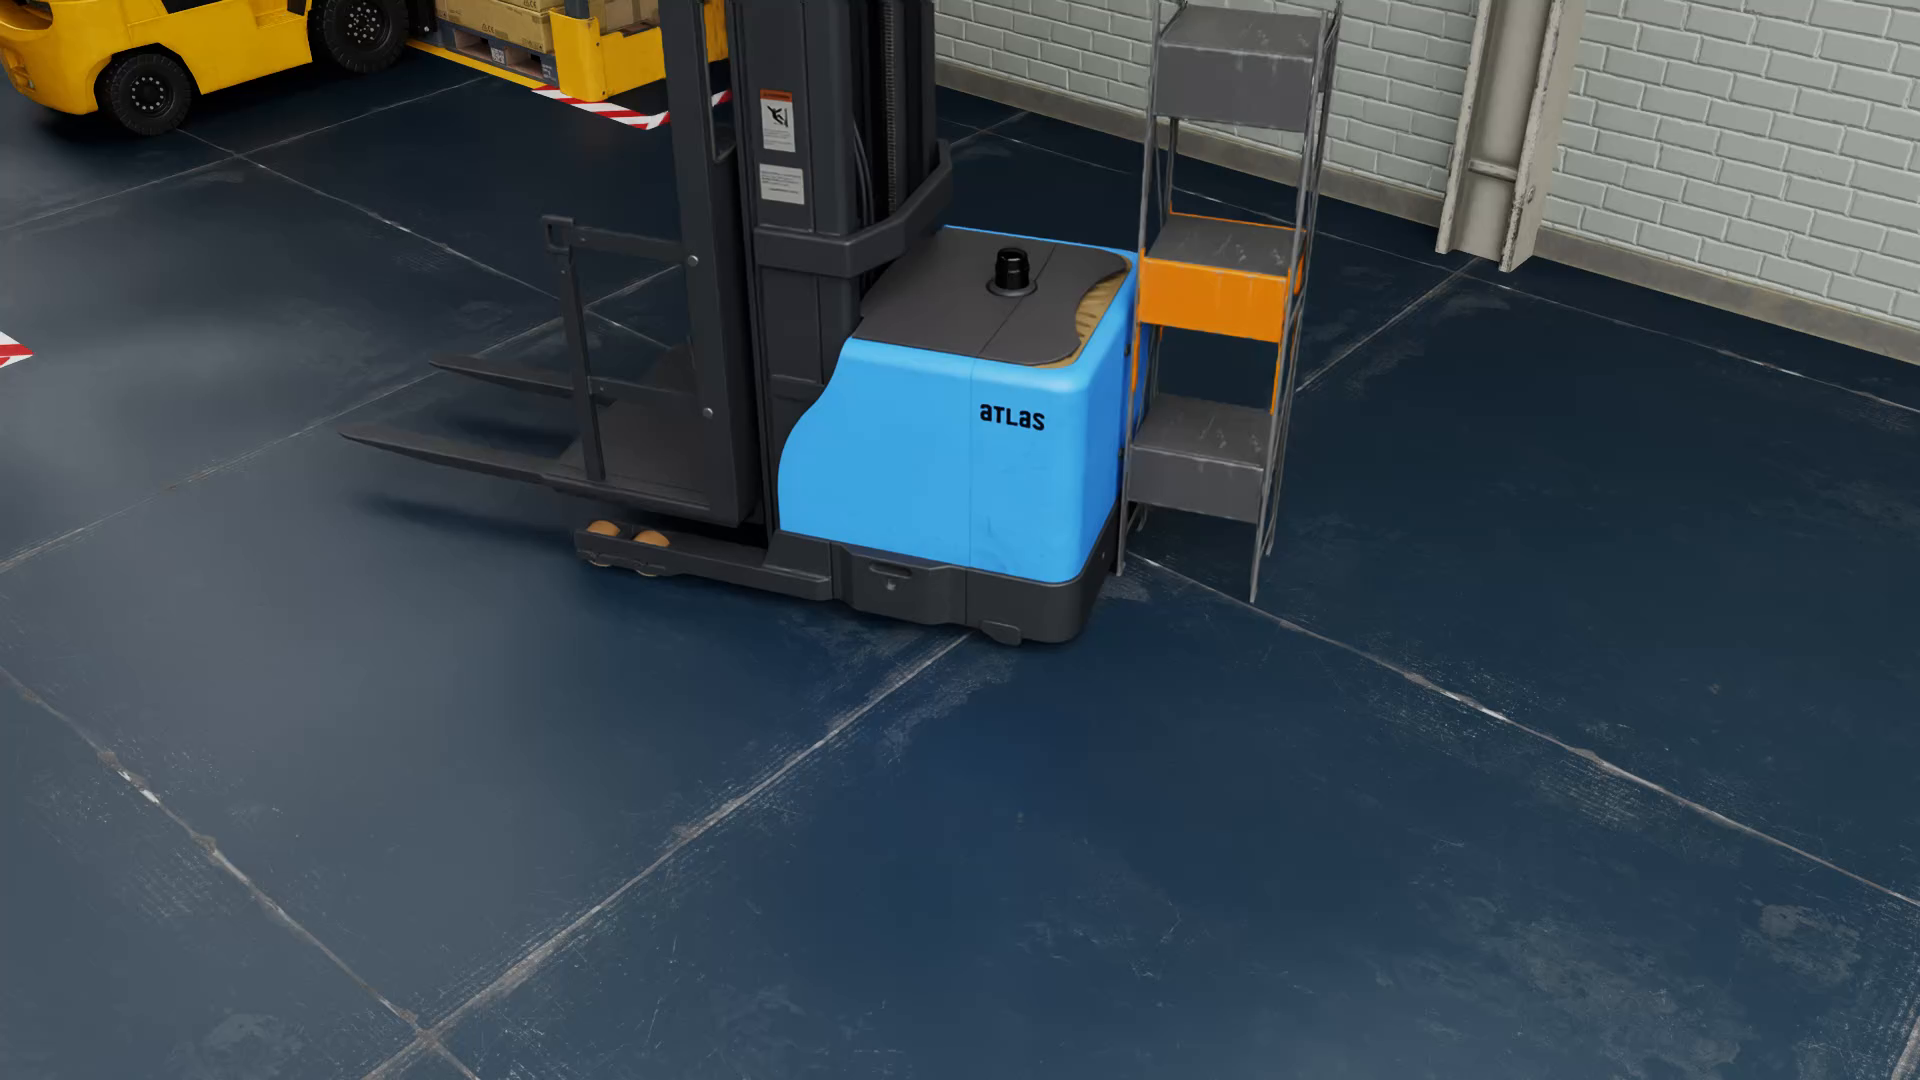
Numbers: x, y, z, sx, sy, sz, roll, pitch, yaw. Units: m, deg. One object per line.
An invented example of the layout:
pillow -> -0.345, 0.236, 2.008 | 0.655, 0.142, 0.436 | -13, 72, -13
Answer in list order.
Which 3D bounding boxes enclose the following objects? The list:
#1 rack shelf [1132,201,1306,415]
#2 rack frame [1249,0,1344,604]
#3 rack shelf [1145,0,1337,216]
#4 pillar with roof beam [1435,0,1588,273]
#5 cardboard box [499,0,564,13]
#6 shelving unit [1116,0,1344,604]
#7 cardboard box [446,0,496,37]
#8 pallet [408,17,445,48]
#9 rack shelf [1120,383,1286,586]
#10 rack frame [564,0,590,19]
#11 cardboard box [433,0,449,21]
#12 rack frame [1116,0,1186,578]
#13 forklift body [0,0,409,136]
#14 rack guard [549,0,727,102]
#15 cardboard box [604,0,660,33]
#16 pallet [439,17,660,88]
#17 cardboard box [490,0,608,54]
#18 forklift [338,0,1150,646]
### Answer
rack shelf -> 0.872, -0.781, 5.556 | 0.480, 0.518, 0.431 | 11, 36, 16
rack frame -> 1.102, -0.747, 5.483 | 0.015, 2.100, 0.400 | 11, 36, 16
rack shelf -> 0.872, -1.358, 5.160 | 0.480, 0.518, 0.431 | 11, 36, 16
pillar with roof beam -> -0.117, -3.285, 3.085 | 0.400, 9.000, 9.100 | 25, 42, 32
cardboard box -> -2.589, -3.500, 10.313 | 0.500, 0.250, 0.500 | 25, 41, 31
shelving unit -> 0.872, -0.792, 5.548 | 0.503, 2.100, 0.431 | 11, 36, 16
cardboard box -> -2.954, -3.471, 10.712 | 0.500, 0.250, 0.500 | 25, 42, 32
pallet -> -3.563, -3.766, 11.547 | 1.213, 0.211, 1.003 | 25, 42, 32
rack shelf -> 0.872, -0.204, 5.952 | 0.480, 0.518, 0.431 | 11, 36, 16
rack frame -> -2.015, -4.214, 9.737 | 0.127, 3.000, 1.000 | 25, 42, 32
cardboard box -> -3.333, -3.656, 10.982 | 0.500, 0.250, 0.500 | 26, 42, 32
rack frame -> 0.641, -0.837, 5.614 | 0.015, 2.100, 0.400 | 11, 36, 16
forklift body -> -4.640, -3.757, 9.821 | 1.214, 2.155, 2.313 | 25, 42, 32
rack guard -> -1.997, -3.175, 10.432 | 0.348, 0.500, 1.175 | 25, 42, 32
cardboard box -> -2.267, -3.517, 10.779 | 0.500, 0.250, 0.500 | 25, 42, 32
pallet -> -2.630, -3.324, 10.903 | 1.213, 0.211, 1.003 | 25, 42, 32
cardboard box -> -2.578, -3.287, 10.444 | 0.500, 0.250, 0.500 | 26, 42, 32
forklift -> -0.883, -1.344, 5.618 | 3.031, 2.935, 1.130 | 11, 36, 16
